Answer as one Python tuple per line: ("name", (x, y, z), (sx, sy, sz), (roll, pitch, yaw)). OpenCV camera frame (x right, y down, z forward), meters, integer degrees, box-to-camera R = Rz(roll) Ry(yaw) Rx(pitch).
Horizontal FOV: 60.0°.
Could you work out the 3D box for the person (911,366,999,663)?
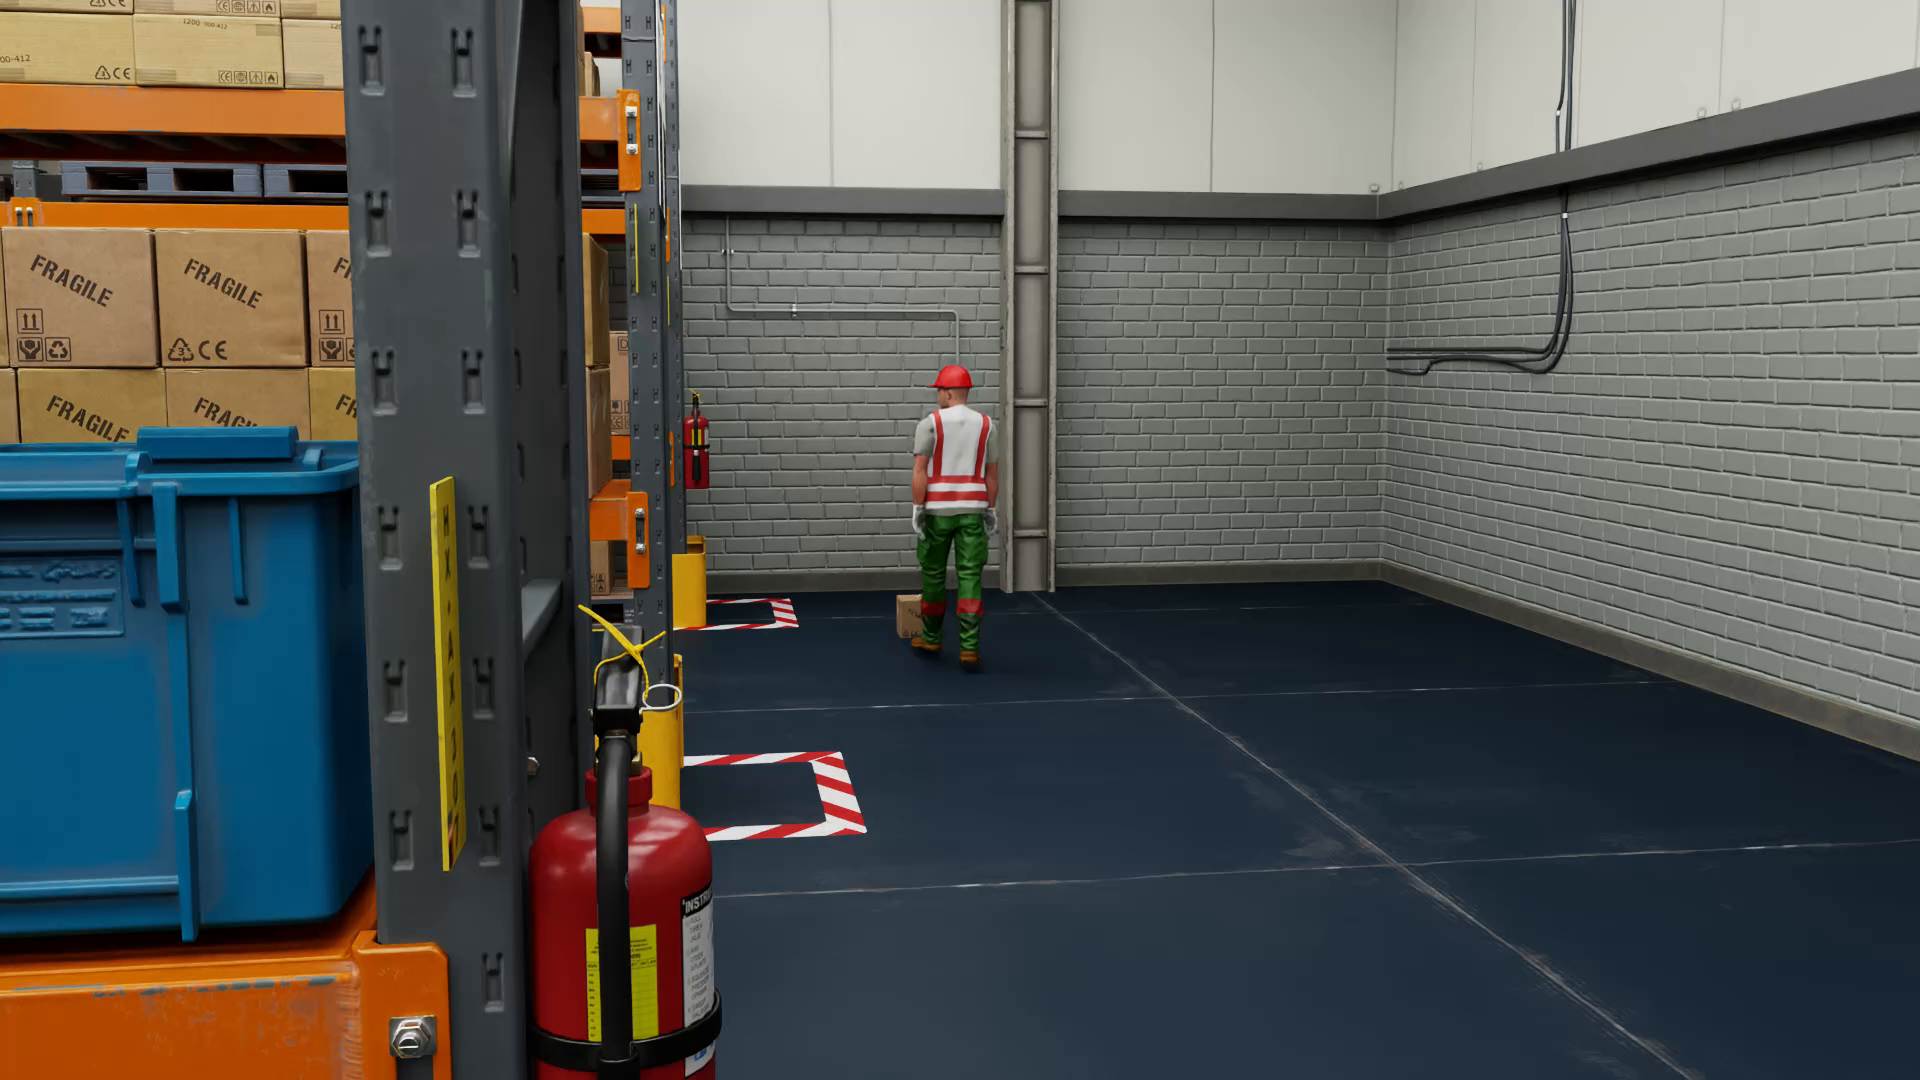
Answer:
("person", (-0.032, -0.170, 9.997), (0.548, 1.748, 0.880), (-1, 6, -9))
